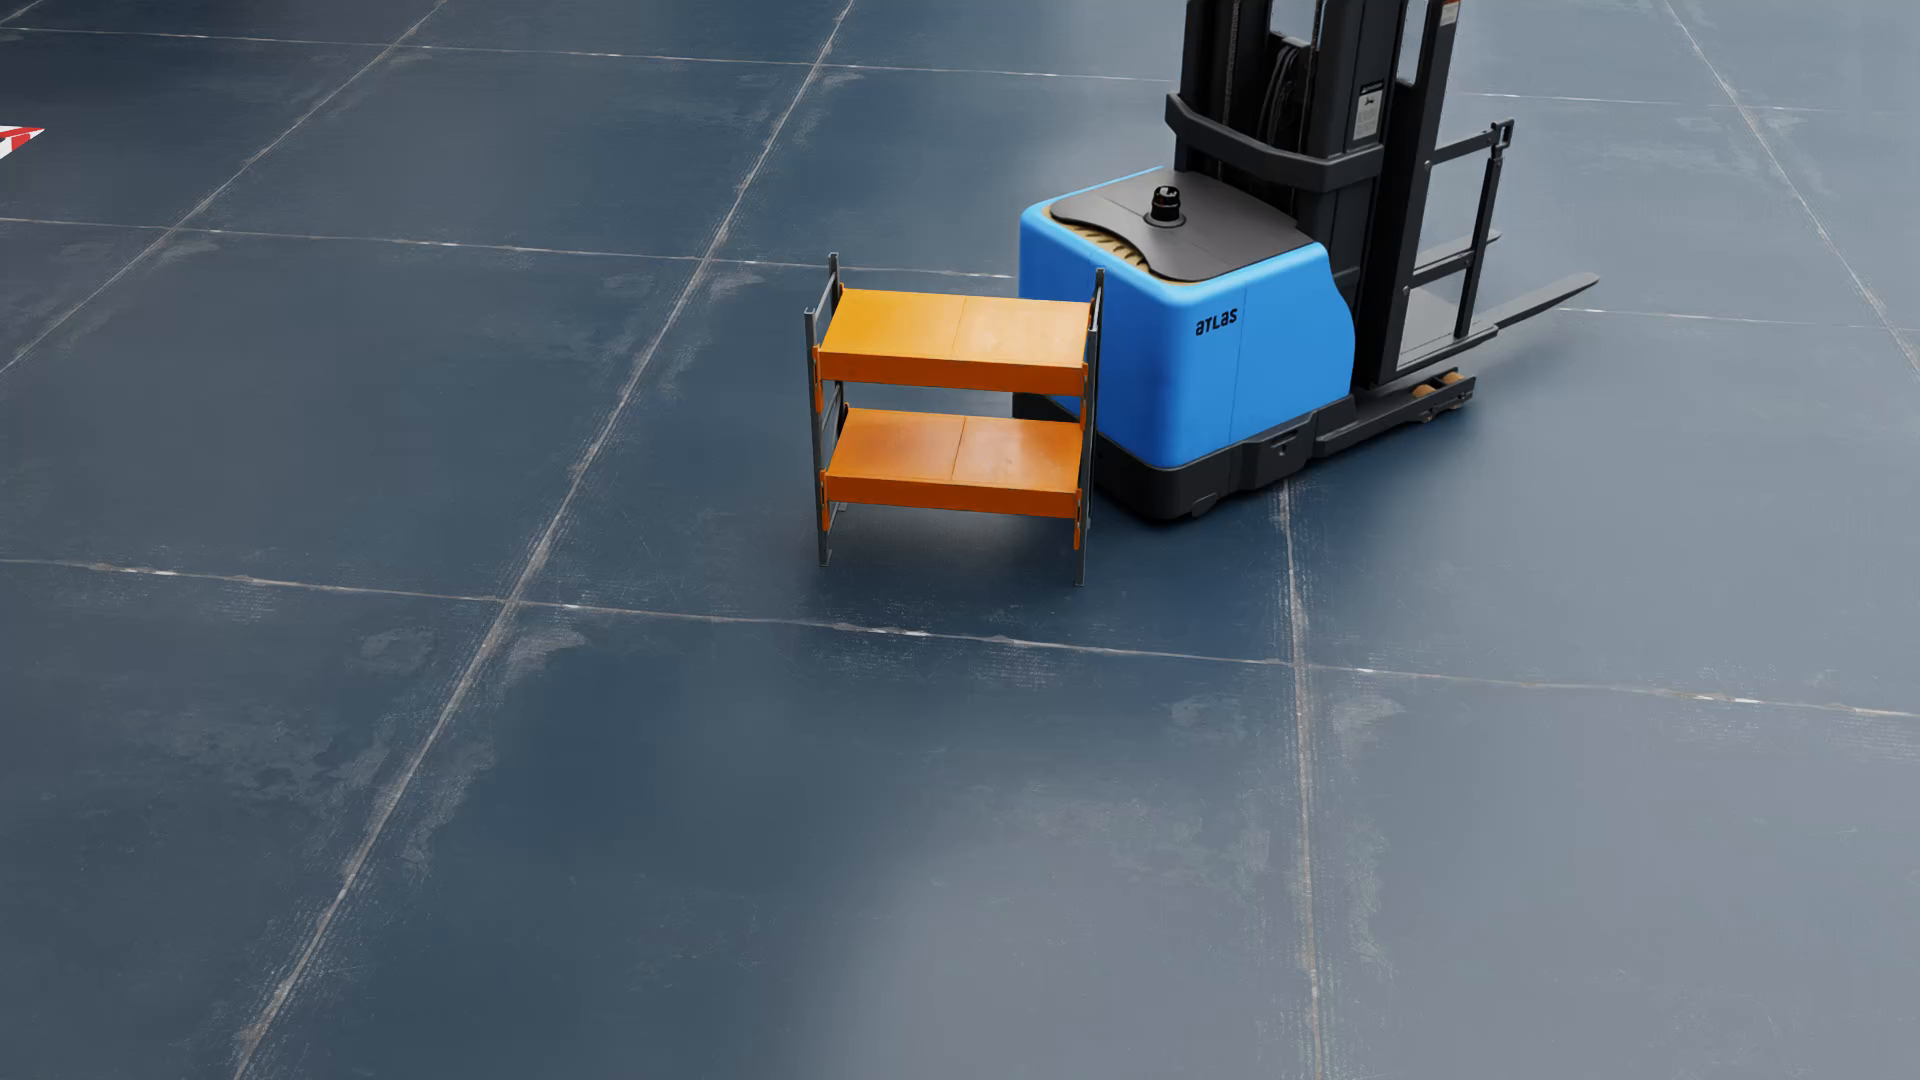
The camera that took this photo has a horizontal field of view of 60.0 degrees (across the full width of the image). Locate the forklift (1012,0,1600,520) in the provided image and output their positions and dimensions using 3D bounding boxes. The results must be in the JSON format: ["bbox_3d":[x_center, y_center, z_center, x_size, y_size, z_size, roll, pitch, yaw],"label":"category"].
[{"bbox_3d":[1.726,-1.951,6.961,3.031,2.935,1.130,-23,41,-28],"label":"forklift"}]

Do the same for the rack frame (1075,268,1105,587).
[{"bbox_3d":[0.497,-0.421,6.371,0.032,1.125,0.500,4,36,6],"label":"rack frame"}]

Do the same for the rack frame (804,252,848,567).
[{"bbox_3d":[-0.511,-0.496,6.477,0.032,1.125,0.500,4,36,6],"label":"rack frame"}]

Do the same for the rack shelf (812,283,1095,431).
[{"bbox_3d":[-0.007,-0.697,6.254,1.000,0.278,0.538,4,36,6],"label":"rack shelf"}]

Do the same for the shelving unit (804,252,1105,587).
[{"bbox_3d":[-0.007,-0.458,6.424,1.048,1.125,0.538,4,36,6],"label":"shelving unit"}]

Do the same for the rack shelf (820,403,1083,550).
[{"bbox_3d":[-0.007,-0.259,6.566,1.000,0.278,0.538,4,36,6],"label":"rack shelf"}]
